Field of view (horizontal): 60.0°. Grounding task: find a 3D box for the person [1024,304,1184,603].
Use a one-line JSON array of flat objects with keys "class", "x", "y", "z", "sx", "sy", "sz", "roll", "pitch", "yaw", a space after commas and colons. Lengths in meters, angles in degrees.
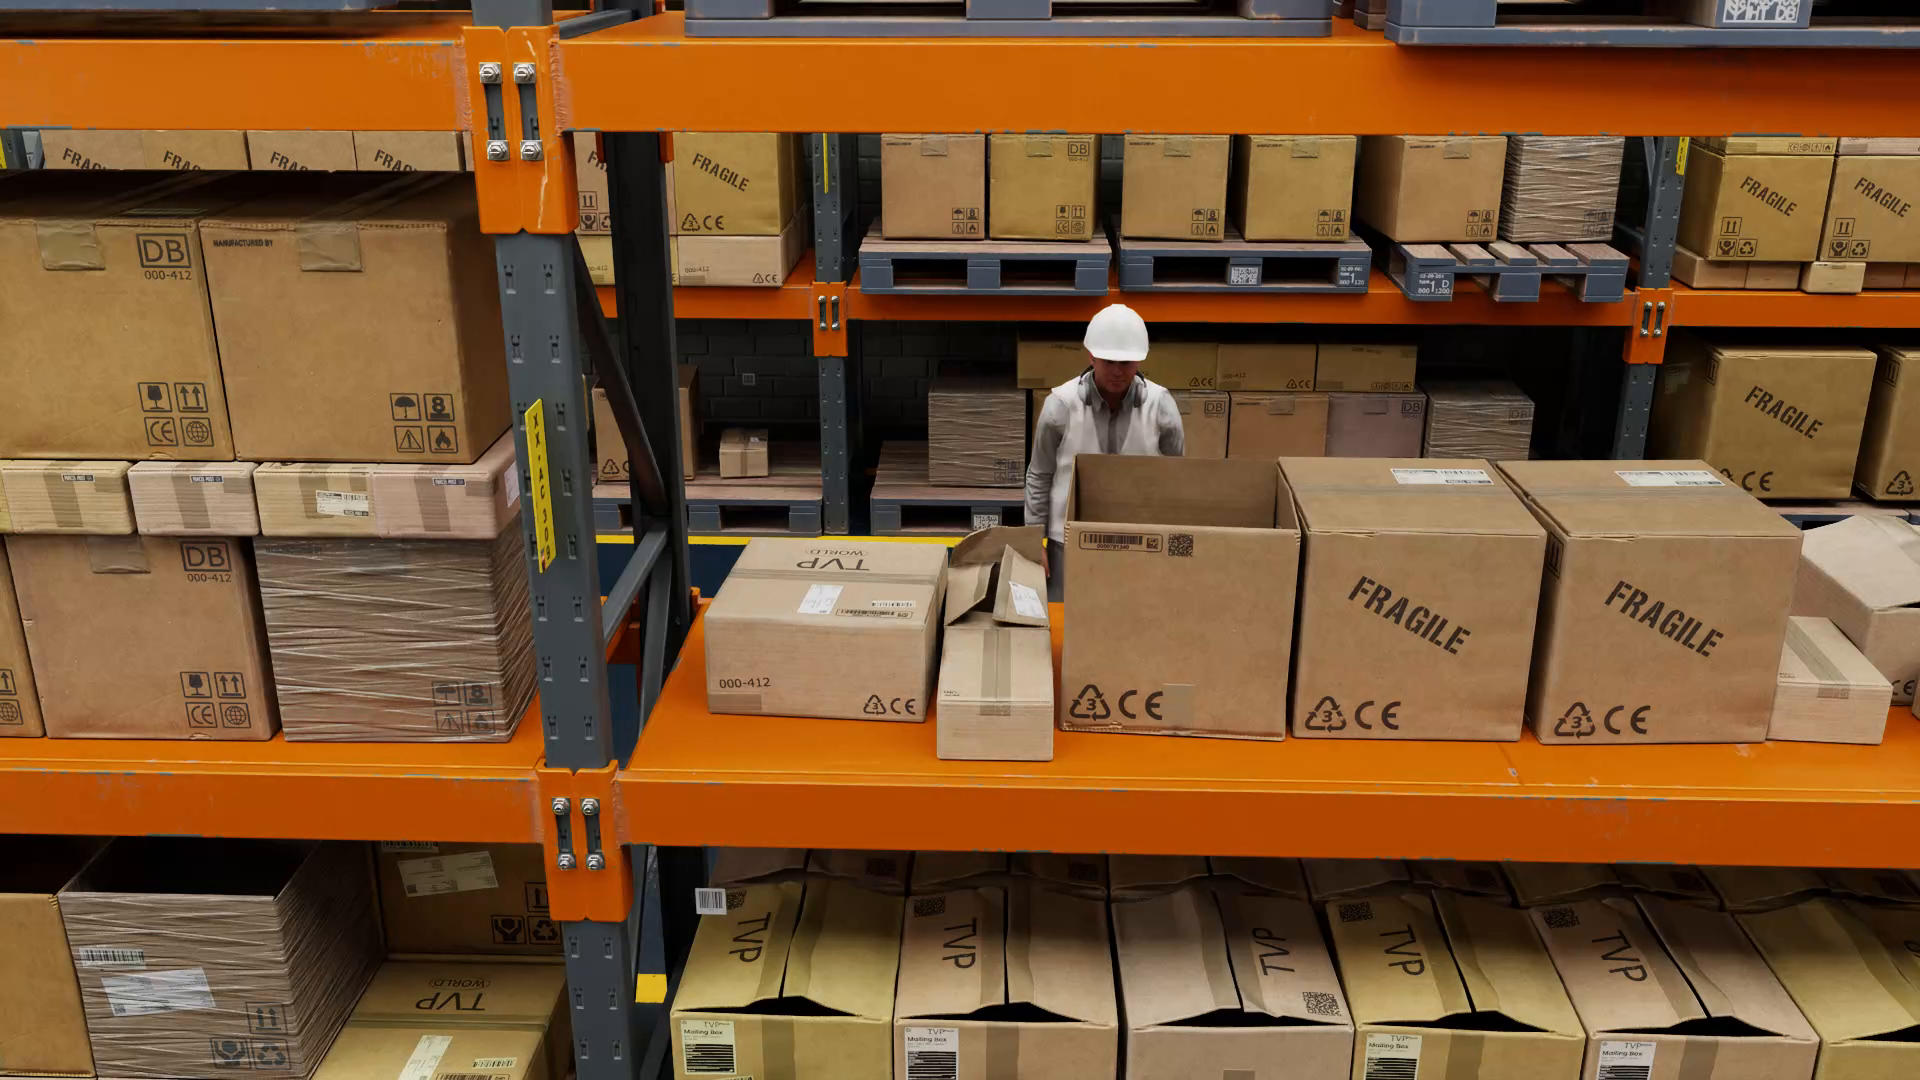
[{"class": "person", "x": 0.521, "y": 0.015, "z": 6.002, "sx": 0.581, "sy": 1.772, "sz": 0.463, "roll": 1, "pitch": 21, "yaw": 2}]
